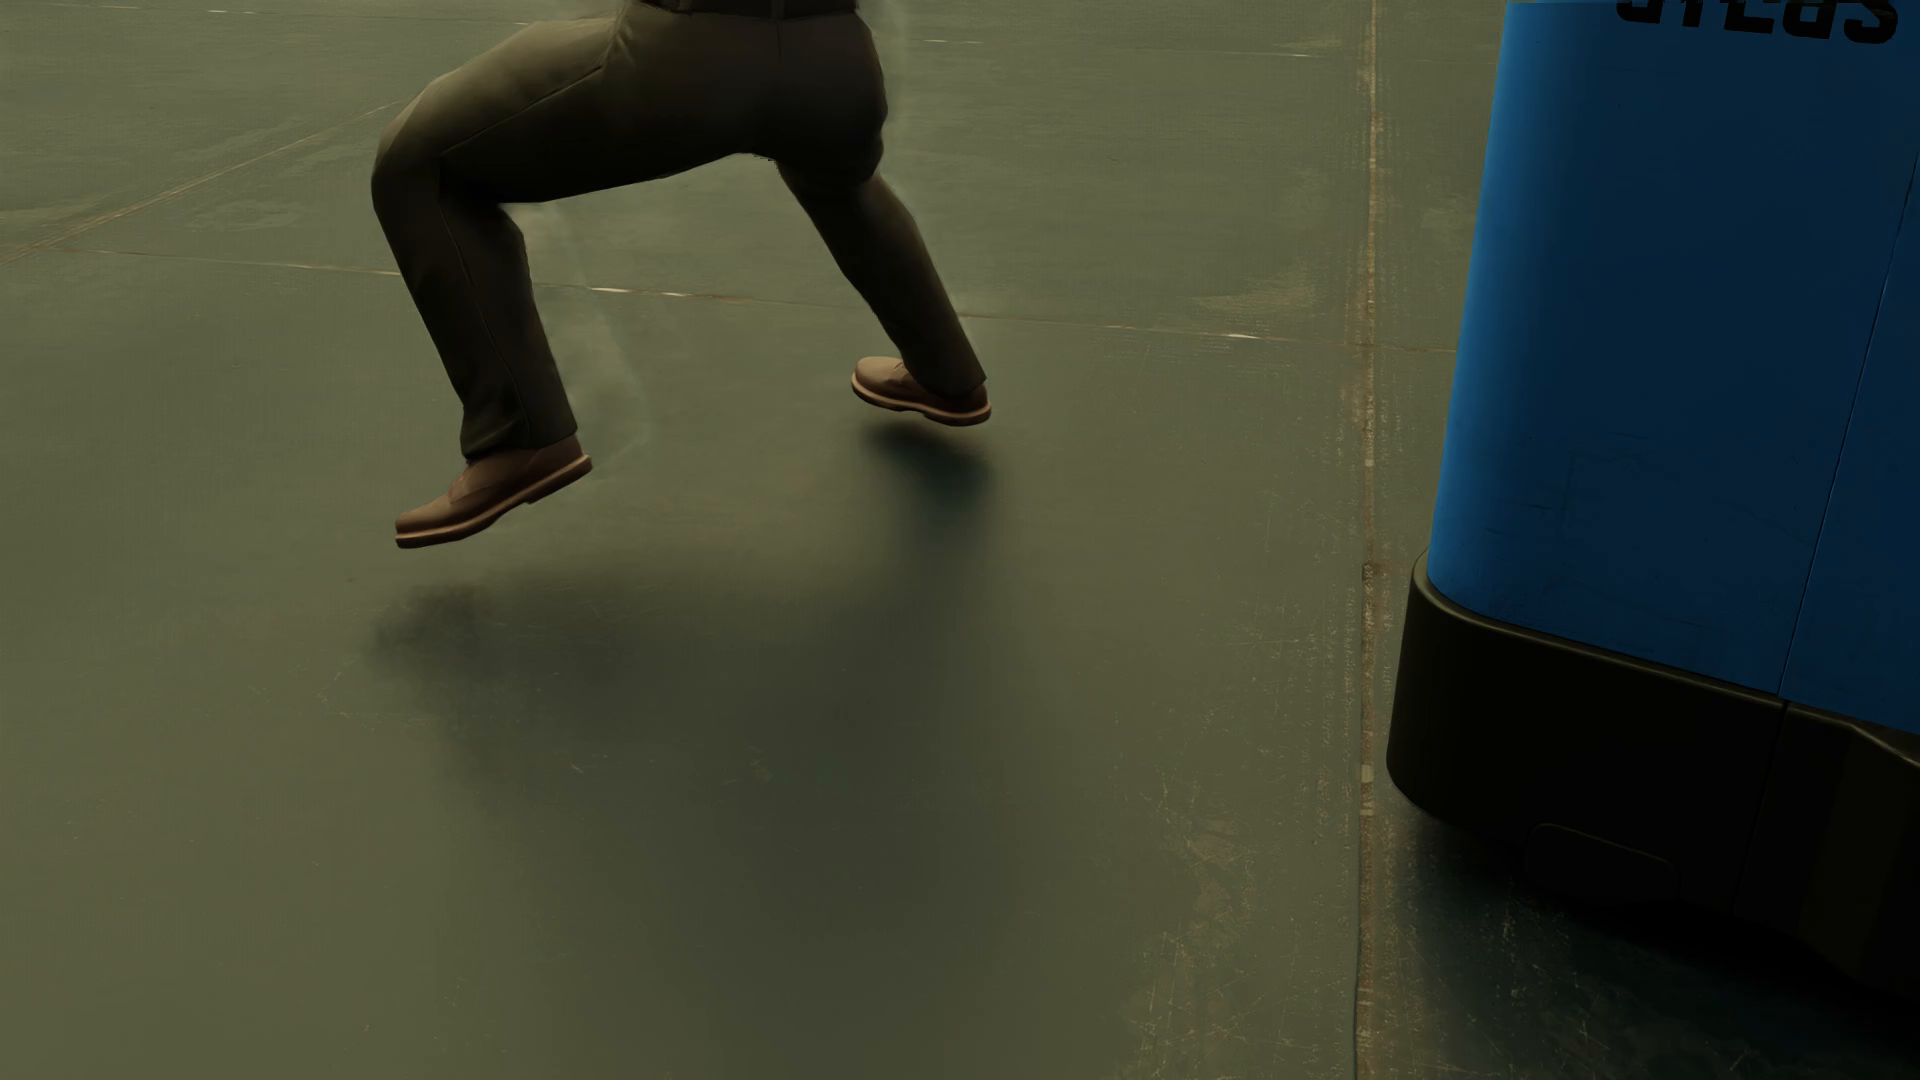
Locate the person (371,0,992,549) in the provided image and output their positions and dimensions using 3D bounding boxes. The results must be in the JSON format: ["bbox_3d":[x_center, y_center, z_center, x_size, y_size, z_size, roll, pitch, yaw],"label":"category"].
[{"bbox_3d":[-0.390,-0.738,2.288,1.000,1.426,0.682,-16,31,-28],"label":"person"}]

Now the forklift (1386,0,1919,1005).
[{"bbox_3d":[1.986,-0.799,0.830,3.031,2.935,1.130,16,31,29],"label":"forklift"}]
